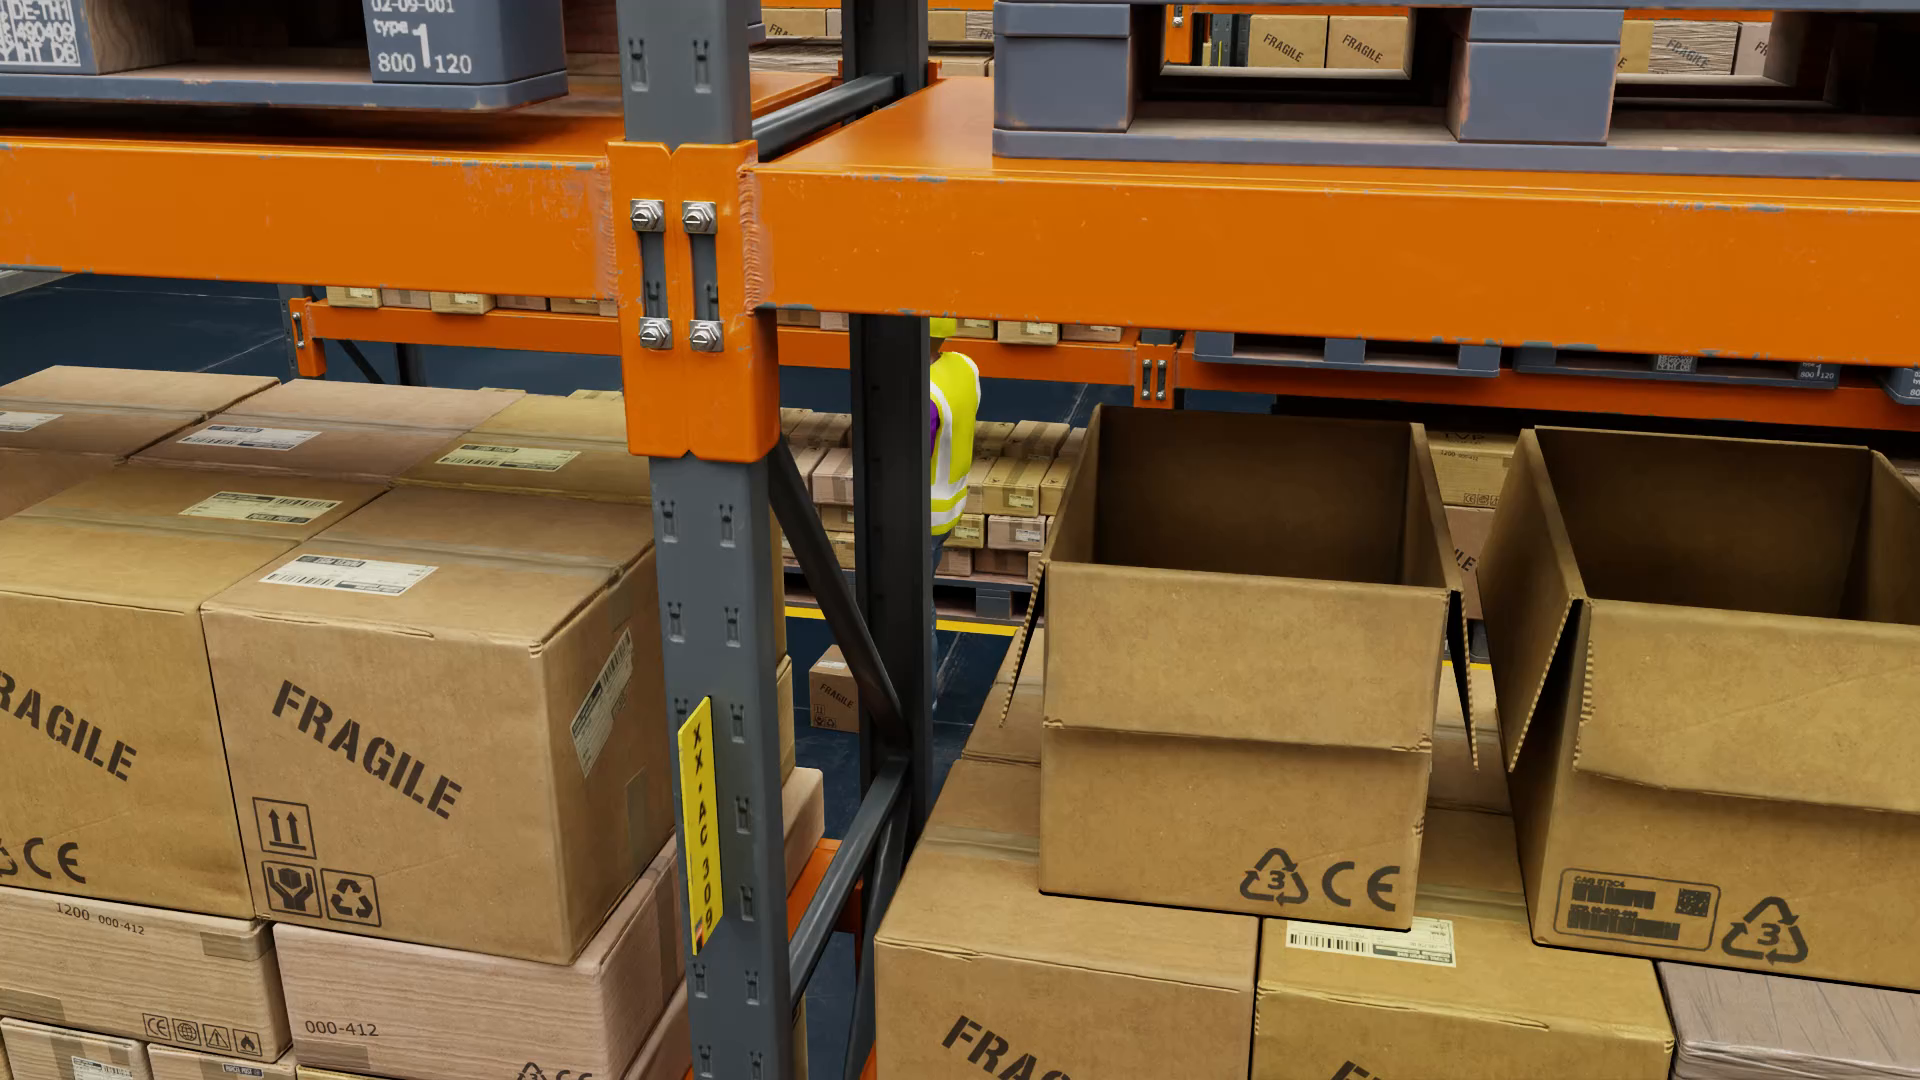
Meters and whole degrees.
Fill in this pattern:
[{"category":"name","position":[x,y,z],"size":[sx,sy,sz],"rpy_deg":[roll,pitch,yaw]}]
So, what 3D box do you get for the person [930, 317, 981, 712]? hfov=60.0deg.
[{"category":"person","position":[-0.235,-0.106,6.298],"size":[0.576,1.766,0.666],"rpy_deg":[7,22,17]}]
